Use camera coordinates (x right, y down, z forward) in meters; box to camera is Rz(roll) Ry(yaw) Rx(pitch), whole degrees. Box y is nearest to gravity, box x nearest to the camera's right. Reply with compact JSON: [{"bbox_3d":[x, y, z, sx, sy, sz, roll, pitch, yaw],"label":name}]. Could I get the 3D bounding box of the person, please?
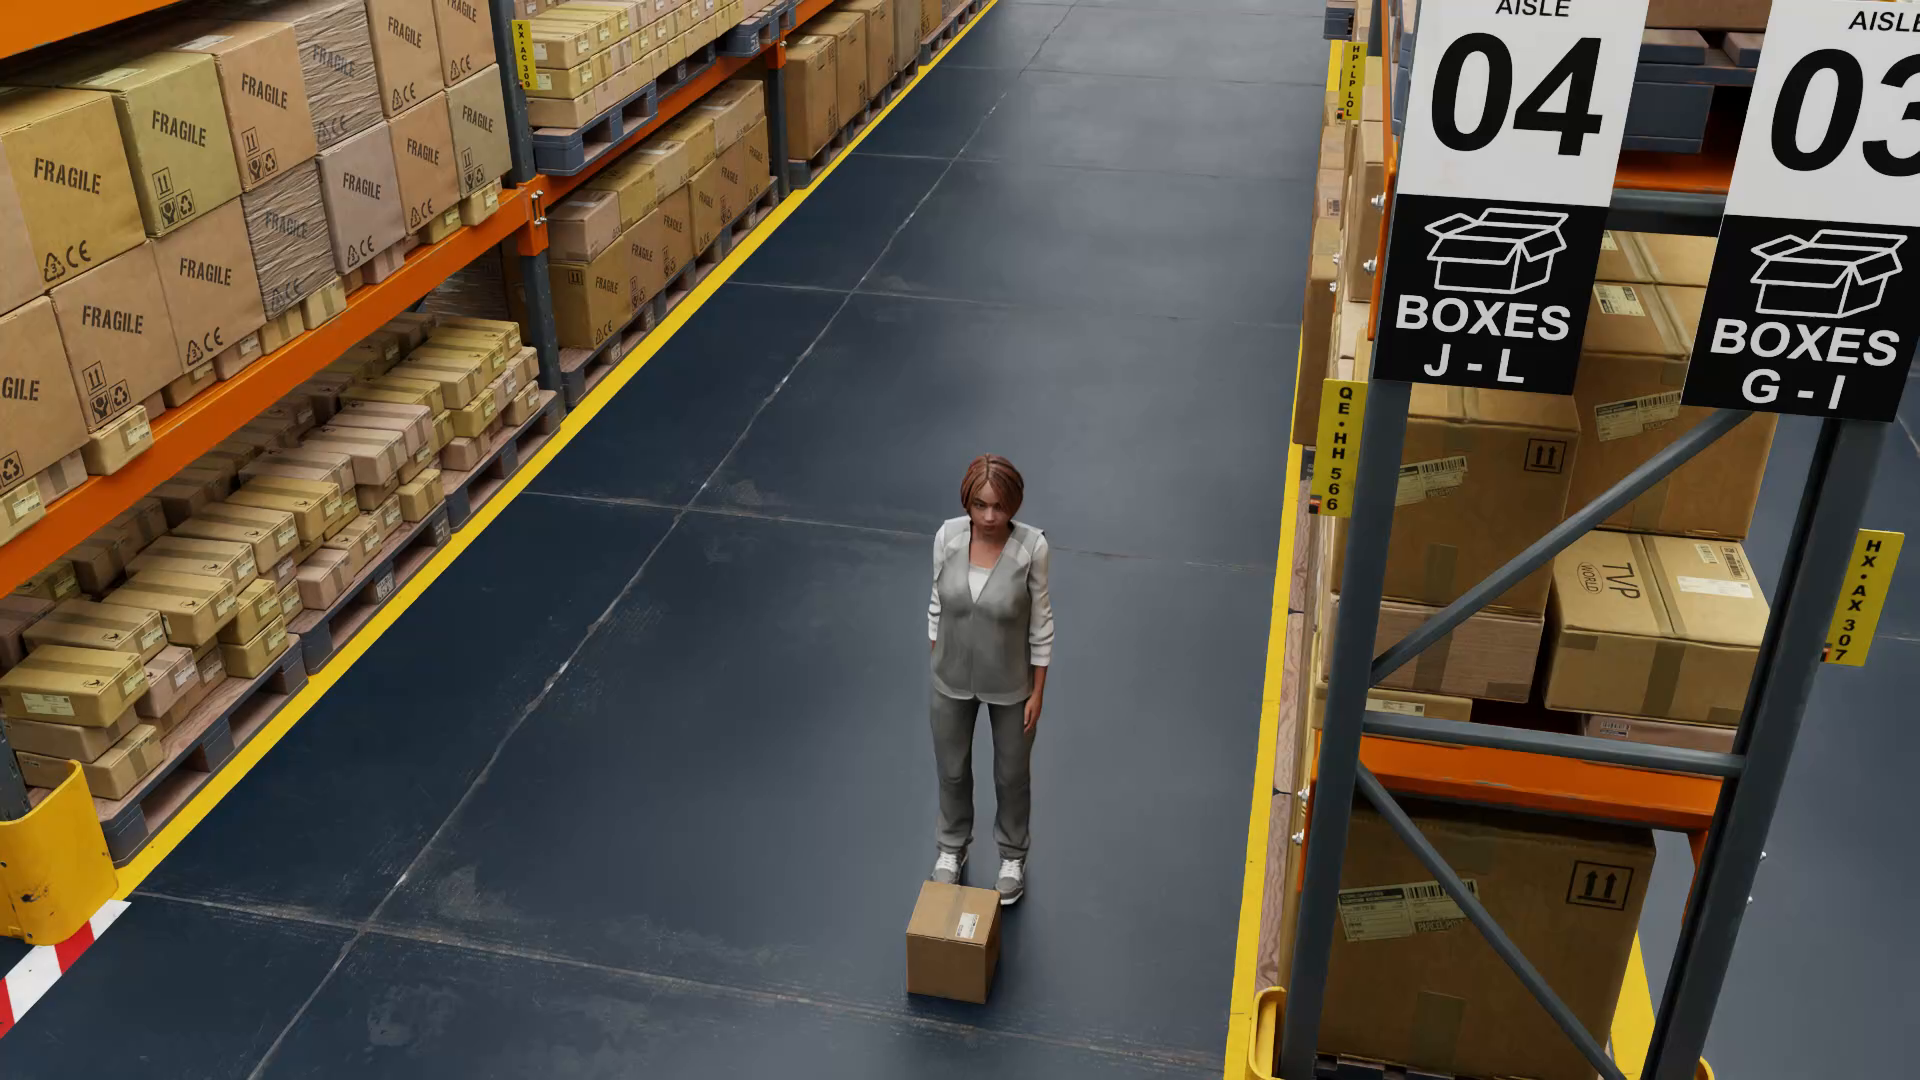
[{"bbox_3d":[0.094,0.462,5.311,0.406,1.601,0.302,7,30,12],"label":"person"}]
